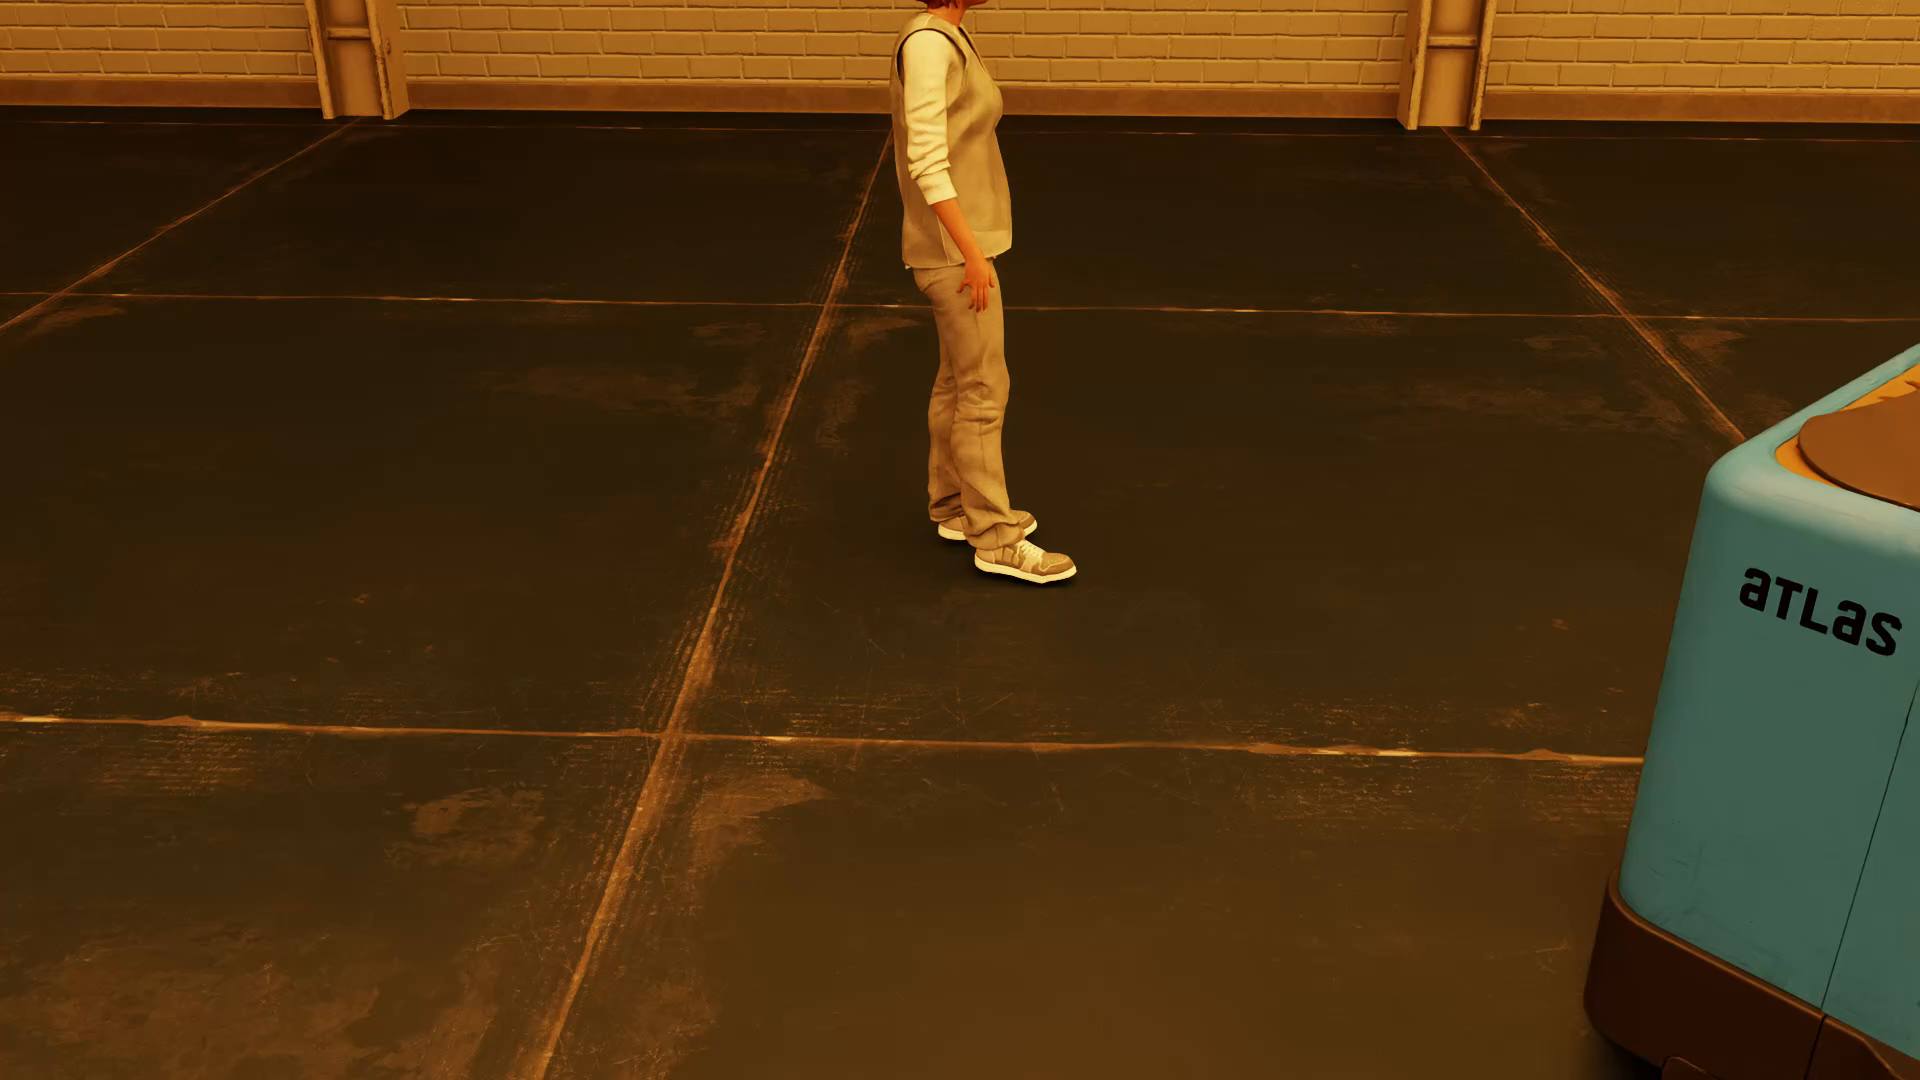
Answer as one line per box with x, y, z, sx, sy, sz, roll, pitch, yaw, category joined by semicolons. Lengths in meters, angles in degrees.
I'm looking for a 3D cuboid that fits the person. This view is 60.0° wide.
0.073;-0.715;4.149;0.475;1.597;0.520;1;26;2;person

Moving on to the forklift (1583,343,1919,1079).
2.401;-0.124;1.460;1.130;2.935;3.031;-22;34;-37;forklift
